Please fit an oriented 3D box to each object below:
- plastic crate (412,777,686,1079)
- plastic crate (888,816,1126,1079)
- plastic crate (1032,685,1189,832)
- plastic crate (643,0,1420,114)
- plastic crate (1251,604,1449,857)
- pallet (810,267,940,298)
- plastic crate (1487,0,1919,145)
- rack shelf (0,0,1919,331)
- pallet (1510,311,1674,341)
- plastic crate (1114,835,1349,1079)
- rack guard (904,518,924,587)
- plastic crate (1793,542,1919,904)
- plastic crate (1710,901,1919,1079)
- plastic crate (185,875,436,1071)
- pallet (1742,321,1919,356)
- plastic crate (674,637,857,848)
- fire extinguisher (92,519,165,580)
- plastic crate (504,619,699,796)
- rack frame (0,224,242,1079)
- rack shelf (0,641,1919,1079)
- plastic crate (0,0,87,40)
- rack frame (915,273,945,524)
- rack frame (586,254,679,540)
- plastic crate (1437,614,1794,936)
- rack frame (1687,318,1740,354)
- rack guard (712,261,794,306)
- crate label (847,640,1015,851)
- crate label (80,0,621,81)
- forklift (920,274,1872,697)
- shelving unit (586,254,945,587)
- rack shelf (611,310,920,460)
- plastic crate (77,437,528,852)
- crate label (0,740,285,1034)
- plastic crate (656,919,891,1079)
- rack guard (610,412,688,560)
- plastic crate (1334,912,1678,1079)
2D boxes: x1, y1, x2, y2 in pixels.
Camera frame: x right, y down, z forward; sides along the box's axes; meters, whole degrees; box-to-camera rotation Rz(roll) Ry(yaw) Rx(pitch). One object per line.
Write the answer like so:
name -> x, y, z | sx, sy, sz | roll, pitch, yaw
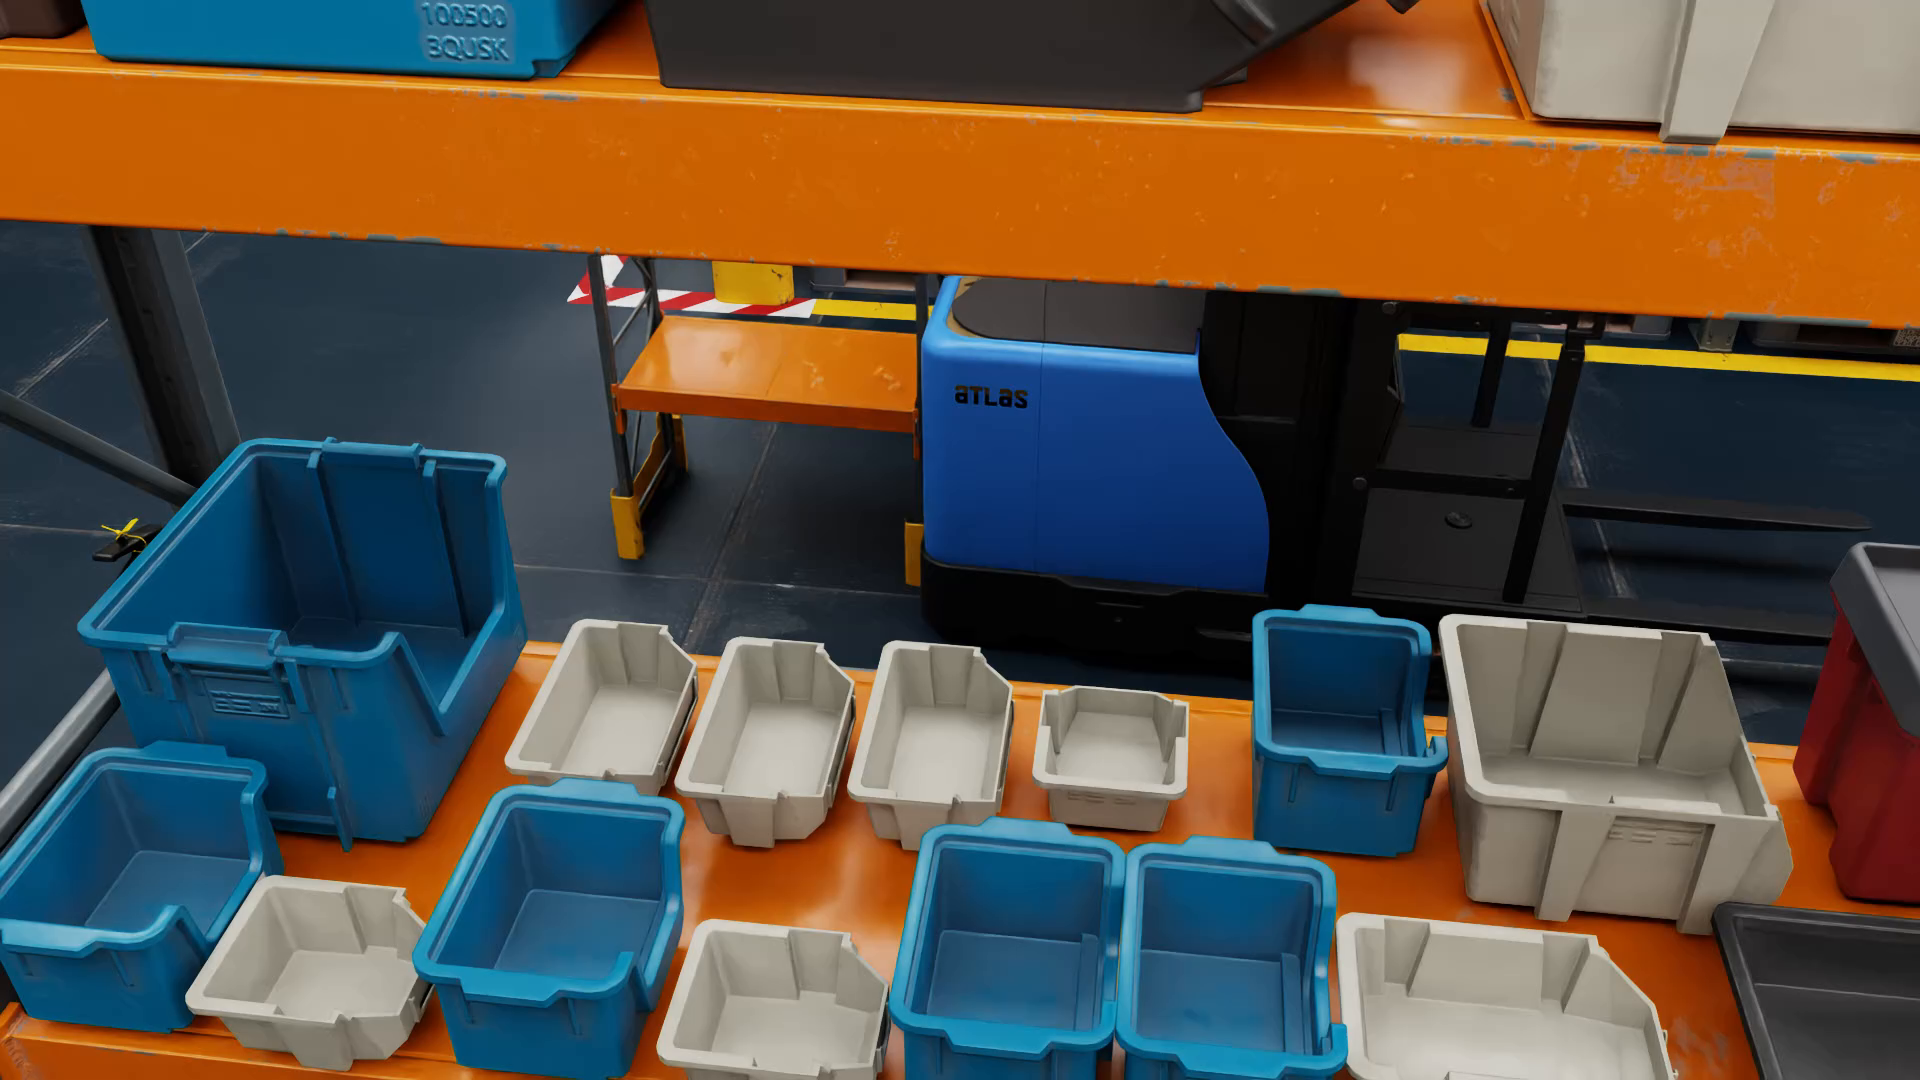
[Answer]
plastic crate -> -0.580, 0.582, 2.445 | 0.300, 0.233, 0.416 | 4, 36, 6
plastic crate -> 0.073, 0.631, 2.377 | 0.300, 0.233, 0.416 | 4, 36, 6
plastic crate -> 0.257, 0.368, 2.828 | 0.250, 0.136, 0.298 | 4, 36, 6
plastic crate -> 0.045, -0.643, 1.540 | 0.767, 0.338, 0.504 | 4, 36, 6
plastic crate -> 0.634, 0.329, 2.799 | 0.300, 0.233, 0.416 | 4, 36, 6
pallet -> -0.002, -1.423, 7.562 | 1.213, 0.211, 1.003 | 4, 36, 6
plastic crate -> 0.723, -0.549, 1.457 | 0.530, 0.282, 0.437 | 4, 36, 6
rack shelf -> 0.548, -0.499, 1.904 | 4.000, 0.370, 1.077 | 4, 36, 6
pallet -> 2.418, -1.243, 7.309 | 1.213, 0.211, 1.003 | 4, 36, 6
plastic crate -> 0.371, 0.653, 2.346 | 0.300, 0.233, 0.416 | 4, 36, 6
rack guard -> -0.098, -0.115, 5.696 | 0.087, 0.250, 0.587 | 5, 36, 7
plastic crate -> 1.678, 0.316, 2.618 | 0.583, 0.464, 0.402 | 4, 36, 6
plastic crate -> 1.387, 0.737, 2.320 | 0.590, 0.125, 0.437 | 4, 36, 6
plastic crate -> -0.925, 0.644, 2.441 | 0.298, 0.136, 0.250 | 4, 36, 6
pallet -> 3.938, -1.128, 7.148 | 1.213, 0.211, 1.003 | 4, 36, 6
plastic crate -> -0.318, 0.350, 2.852 | 0.243, 0.136, 0.396 | 4, 36, 6
fire extinguisher -> -1.527, 0.192, 3.287 | 0.183, 0.674, 0.296 | 4, 36, 6
plastic crate -> -0.604, 0.320, 2.894 | 0.243, 0.136, 0.396 | 4, 36, 6
rack frame -> -1.436, 0.282, 2.773 | 0.127, 3.000, 1.000 | 4, 36, 6
rack shelf -> 0.548, 0.722, 2.775 | 4.000, 0.370, 1.077 | 4, 36, 6
plastic crate -> -1.089, -0.697, 1.675 | 0.590, 0.269, 0.497 | 4, 36, 6
rack frame -> -0.079, -0.622, 5.331 | 0.032, 1.500, 0.500 | 5, 36, 7
rack frame -> -1.083, -0.714, 5.460 | 0.032, 1.500, 0.500 | 5, 36, 7
plastic crate -> 1.041, 0.382, 2.683 | 0.530, 0.282, 0.437 | 4, 36, 6
rack frame -> 3.163, -2.276, 6.357 | 0.127, 3.000, 1.000 | 4, 36, 6
rack guard -> -0.829, -1.557, 7.501 | 0.348, 0.500, 1.175 | 4, 36, 6
crate label -> -0.039, 0.357, 2.843 | 0.243, 0.136, 0.396 | 4, 36, 6
crate label -> -0.562, -0.624, 1.589 | 0.502, 0.251, 0.408 | 4, 36, 6
forklift -> 1.438, -1.031, 4.671 | 3.031, 2.935, 1.130 | 5, 36, 7
shelving unit -> -0.590, -0.669, 5.397 | 1.083, 1.500, 0.587 | 5, 36, 7
rack shelf -> -0.581, -0.522, 5.500 | 1.000, 0.185, 0.538 | 5, 36, 7
plastic crate -> -1.080, 0.160, 2.862 | 0.499, 0.435, 0.616 | 4, 36, 6
crate label -> -1.233, 0.533, 2.513 | 0.303, 0.233, 0.416 | 4, 36, 6
plastic crate -> -0.252, 0.694, 2.371 | 0.298, 0.136, 0.250 | 4, 36, 6
rack guard -> -1.082, -0.206, 5.823 | 0.087, 0.250, 0.587 | 5, 36, 7
plastic crate -> 0.766, 0.705, 2.356 | 0.466, 0.136, 0.293 | 4, 36, 6
